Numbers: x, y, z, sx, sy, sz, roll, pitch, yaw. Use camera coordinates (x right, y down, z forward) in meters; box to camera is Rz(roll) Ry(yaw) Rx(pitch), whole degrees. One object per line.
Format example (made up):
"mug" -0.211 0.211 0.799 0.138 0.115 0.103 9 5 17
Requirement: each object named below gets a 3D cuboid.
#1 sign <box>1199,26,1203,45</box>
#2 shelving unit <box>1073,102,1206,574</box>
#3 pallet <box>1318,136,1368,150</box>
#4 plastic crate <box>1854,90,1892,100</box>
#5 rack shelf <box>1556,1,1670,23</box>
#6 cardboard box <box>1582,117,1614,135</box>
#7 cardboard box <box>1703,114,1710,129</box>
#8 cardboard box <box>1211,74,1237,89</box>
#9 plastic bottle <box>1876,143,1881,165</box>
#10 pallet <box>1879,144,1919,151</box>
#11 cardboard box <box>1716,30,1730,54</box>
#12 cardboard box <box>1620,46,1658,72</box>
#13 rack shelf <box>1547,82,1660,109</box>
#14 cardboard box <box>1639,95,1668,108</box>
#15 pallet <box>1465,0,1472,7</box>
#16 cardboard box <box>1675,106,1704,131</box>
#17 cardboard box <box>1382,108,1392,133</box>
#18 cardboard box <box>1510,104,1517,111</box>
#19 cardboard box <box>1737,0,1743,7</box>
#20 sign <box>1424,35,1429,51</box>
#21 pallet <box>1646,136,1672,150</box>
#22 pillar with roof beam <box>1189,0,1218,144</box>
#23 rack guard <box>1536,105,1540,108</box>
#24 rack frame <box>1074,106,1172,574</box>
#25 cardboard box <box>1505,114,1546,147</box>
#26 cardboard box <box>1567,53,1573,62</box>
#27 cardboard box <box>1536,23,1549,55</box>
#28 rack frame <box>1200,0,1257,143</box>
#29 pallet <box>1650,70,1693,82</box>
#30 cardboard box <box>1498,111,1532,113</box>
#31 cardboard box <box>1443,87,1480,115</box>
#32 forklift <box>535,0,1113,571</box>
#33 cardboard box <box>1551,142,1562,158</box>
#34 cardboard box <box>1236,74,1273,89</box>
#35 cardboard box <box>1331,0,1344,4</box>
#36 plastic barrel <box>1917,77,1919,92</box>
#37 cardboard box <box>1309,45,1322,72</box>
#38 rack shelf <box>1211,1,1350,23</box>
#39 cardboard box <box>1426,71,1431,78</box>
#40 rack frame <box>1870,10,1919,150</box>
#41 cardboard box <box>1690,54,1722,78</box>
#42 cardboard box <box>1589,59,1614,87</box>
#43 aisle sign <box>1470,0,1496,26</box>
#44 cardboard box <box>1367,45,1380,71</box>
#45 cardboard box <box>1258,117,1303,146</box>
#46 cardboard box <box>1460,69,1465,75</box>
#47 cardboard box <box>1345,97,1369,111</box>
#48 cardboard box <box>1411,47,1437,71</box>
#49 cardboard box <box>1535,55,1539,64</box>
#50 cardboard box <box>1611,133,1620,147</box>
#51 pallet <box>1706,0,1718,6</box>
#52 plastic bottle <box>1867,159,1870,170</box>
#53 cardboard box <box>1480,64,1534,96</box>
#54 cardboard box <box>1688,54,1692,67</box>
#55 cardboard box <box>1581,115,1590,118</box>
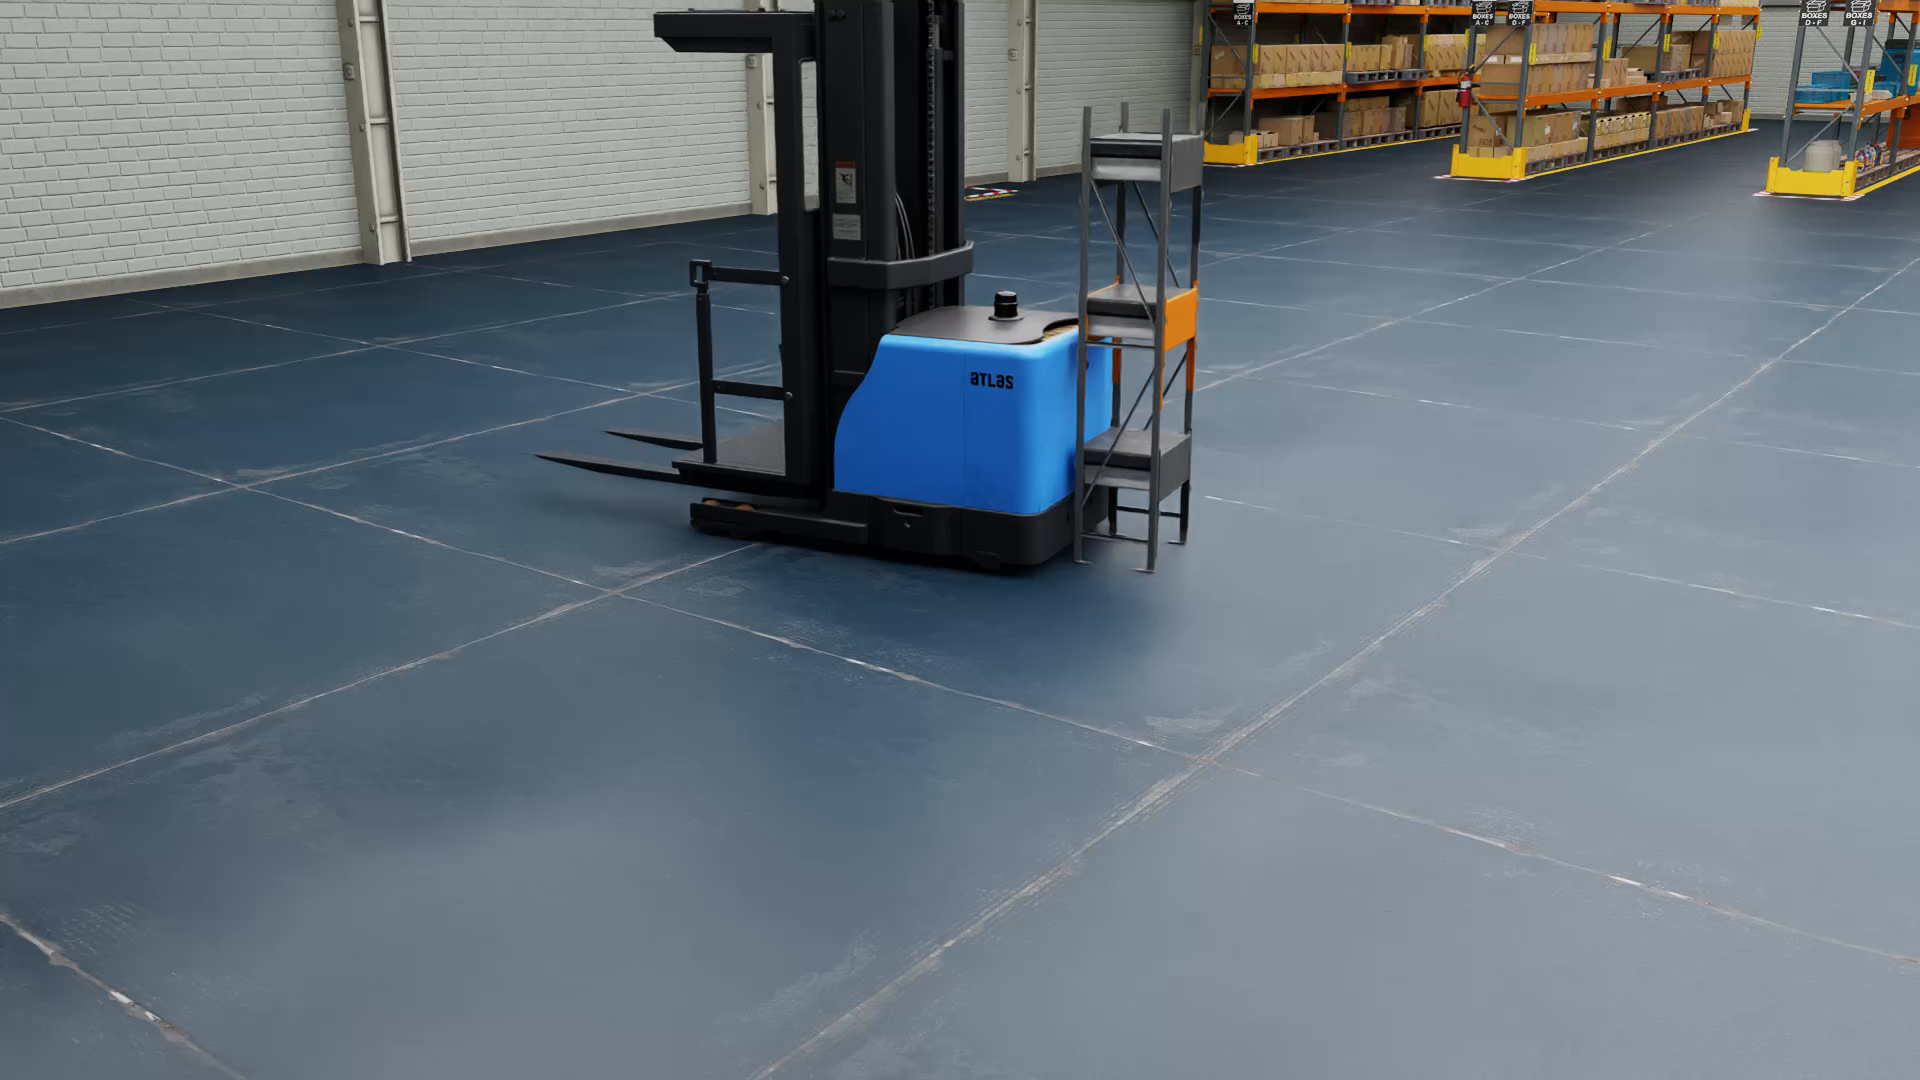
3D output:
"sign" 4.414 -9.198 30.319 0.100 0.325 0.005 12 21 35
"shelving unit" 0.826 -0.936 7.718 0.431 2.100 0.503 8 19 24
"pallet" 7.694 -8.198 34.286 1.003 0.211 1.213 12 21 35
"plastic crate" 14.424 -7.036 26.287 0.530 0.136 0.437 12 21 35
"rack shelf" 12.404 -10.035 31.654 1.077 0.370 4.000 12 21 35
"cardboard box" 11.961 -7.797 31.277 0.500 0.311 0.500 12 21 34
"cardboard box" 16.403 -9.363 37.127 0.500 0.311 0.500 12 21 35
"cardboard box" 4.971 -8.475 30.695 0.500 0.250 0.500 13 21 35
"plastic bottle" 15.036 -6.334 27.307 0.144 0.351 0.185 12 21 33
"pallet" 18.008 -7.409 31.747 1.003 0.211 1.213 12 21 35
"cardboard box" 16.792 -11.085 37.029 0.500 0.500 0.500 12 21 33
"cardboard box" 13.880 -9.840 33.997 0.700 0.500 0.500 5 18 16
"rack shelf" 12.404 -8.602 32.099 1.077 0.370 4.000 12 21 35
"cardboard box" 14.899 -9.439 35.789 0.500 0.250 0.500 12 21 35
"pallet" 11.492 -12.363 38.263 0.805 0.209 1.217 11 21 33
"cardboard box" 15.915 -9.223 36.358 0.500 0.500 0.500 12 21 34
"cardboard box" 8.827 -9.030 35.737 0.700 0.500 0.500 12 21 35
"cardboard box" 13.448 -10.785 41.423 0.700 0.500 0.500 12 21 33
"cardboard box" 17.363 -12.165 37.553 0.500 0.250 0.500 12 21 35
"sign" 10.056 -10.718 35.881 0.100 0.325 0.005 12 21 35
"pallet" 14.071 -8.261 34.491 1.003 0.211 1.213 12 21 35
"pillar with roof beam" 8.028 -10.815 27.896 9.100 9.000 0.400 12 21 35
"rack guard" 14.396 -11.014 42.867 1.175 0.500 0.348 12 21 35
"rack frame" 0.723 -0.871 7.507 0.400 2.100 0.015 8 19 24
"cardboard box" 9.623 -6.970 28.294 0.500 0.500 0.500 12 21 35
"cardboard box" 10.464 -8.422 29.044 0.380 0.149 0.250 13 22 36
"cardboard box" 9.458 -8.432 27.981 0.700 0.500 0.500 12 21 33
"rack frame" 4.848 -8.391 30.207 1.000 3.000 0.127 12 21 35
"pallet" 14.750 -9.794 35.049 1.003 0.211 1.213 12 21 35
"cardboard box" 9.792 -7.302 29.364 0.500 0.500 0.500 12 21 35
"cardboard box" 11.715 -10.245 39.094 0.750 0.750 0.750 13 21 35
"forklift" -0.787 -1.539 8.257 3.031 2.935 1.130 8 19 25
"cardboard box" 10.222 -6.849 29.170 0.500 0.250 0.500 12 21 35
"cardboard box" 5.394 -8.389 30.420 0.500 0.250 0.500 12 21 33
"cardboard box" 7.128 -10.669 32.282 0.500 0.500 0.500 13 22 36
"plastic barrel" 16.629 -8.125 29.121 0.433 0.535 0.433 0 17 0
"cardboard box" 6.597 -9.235 31.878 0.500 0.500 0.500 12 21 33
"rack shelf" 6.040 -9.956 31.402 1.077 0.370 4.000 12 21 35
"cardboard box" 10.154 -10.282 36.686 0.380 0.149 0.250 13 21 35
"rack frame" 17.571 -8.546 30.705 1.000 3.000 0.127 12 21 35
"cardboard box" 16.501 -10.496 36.815 0.500 0.500 0.500 13 22 36
"cardboard box" 11.997 -8.823 31.428 0.500 0.500 0.500 14 22 39
"aisle sign" 8.554 -8.794 27.122 0.394 0.787 0.004 12 21 35
"cardboard box" 8.268 -10.011 34.513 0.700 0.500 0.500 16 24 42
"cardboard box" 6.150 -7.858 31.963 0.700 0.500 0.500 11 20 31
"cardboard box" 11.393 -10.770 38.259 0.380 0.149 0.250 12 21 35
"cardboard box" 8.223 -9.127 34.784 0.500 0.250 0.500 12 21 33
"cardboard box" 10.110 -10.566 36.507 0.500 0.500 0.500 13 22 36
"cardboard box" 9.391 -7.993 27.662 0.380 0.149 0.250 12 21 33
"cardboard box" 12.263 -7.654 31.763 0.500 0.250 0.500 12 21 33
"pallet" 15.534 -11.575 35.717 1.213 0.211 1.003 12 21 35
"plastic bottle" 14.458 -6.020 26.548 0.097 0.201 0.097 0 17 0
"cardboard box" 9.117 -7.673 27.727 0.700 0.500 0.500 12 21 35
"cardboard box" 16.070 -10.587 37.109 0.500 0.500 0.500 13 21 36
"cardboard box" 11.827 -8.015 31.979 0.500 0.311 0.500 12 21 35
